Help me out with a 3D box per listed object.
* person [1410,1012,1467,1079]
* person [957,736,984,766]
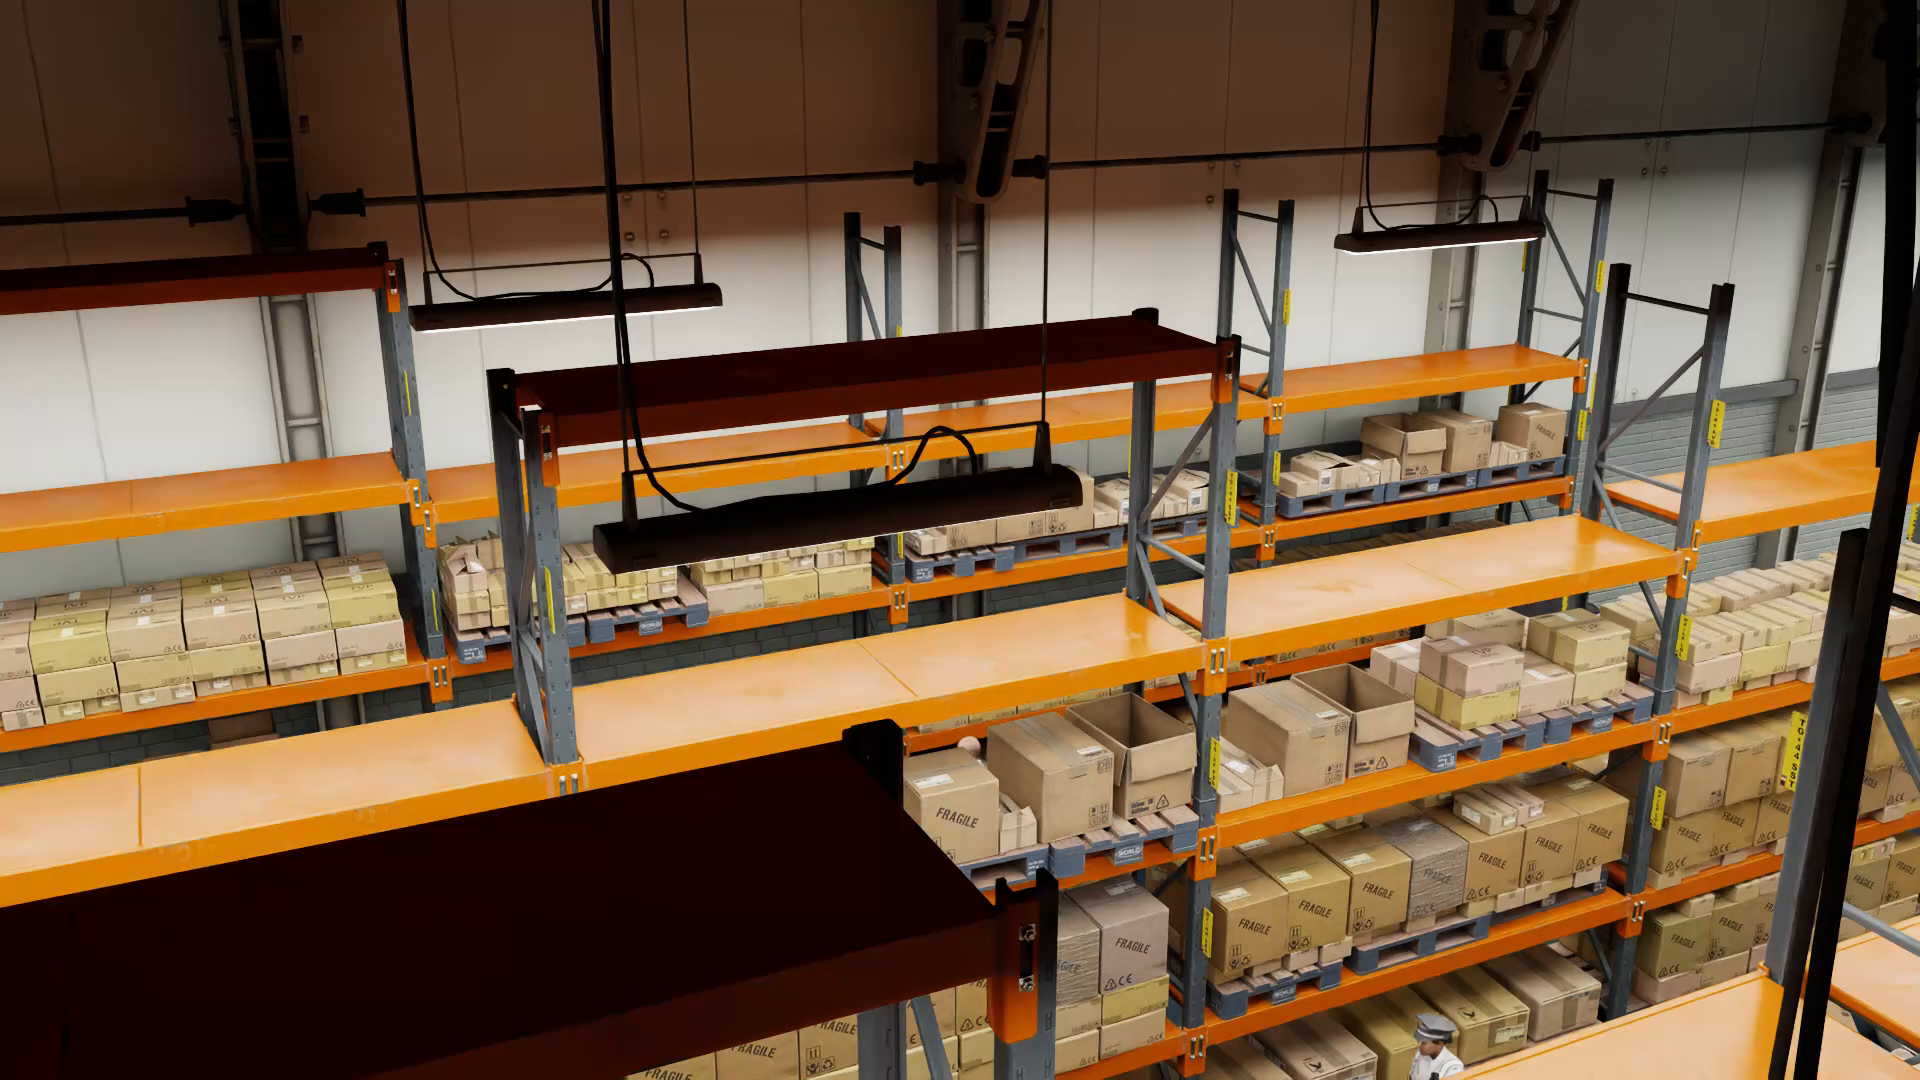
[{"bbox_3d":[3.238,3.836,10.957,0.630,1.646,0.542,-8,20,-24],"label":"person"},{"bbox_3d":[0.148,2.541,14.523,0.521,1.777,0.616,-11,22,-30],"label":"person"}]
